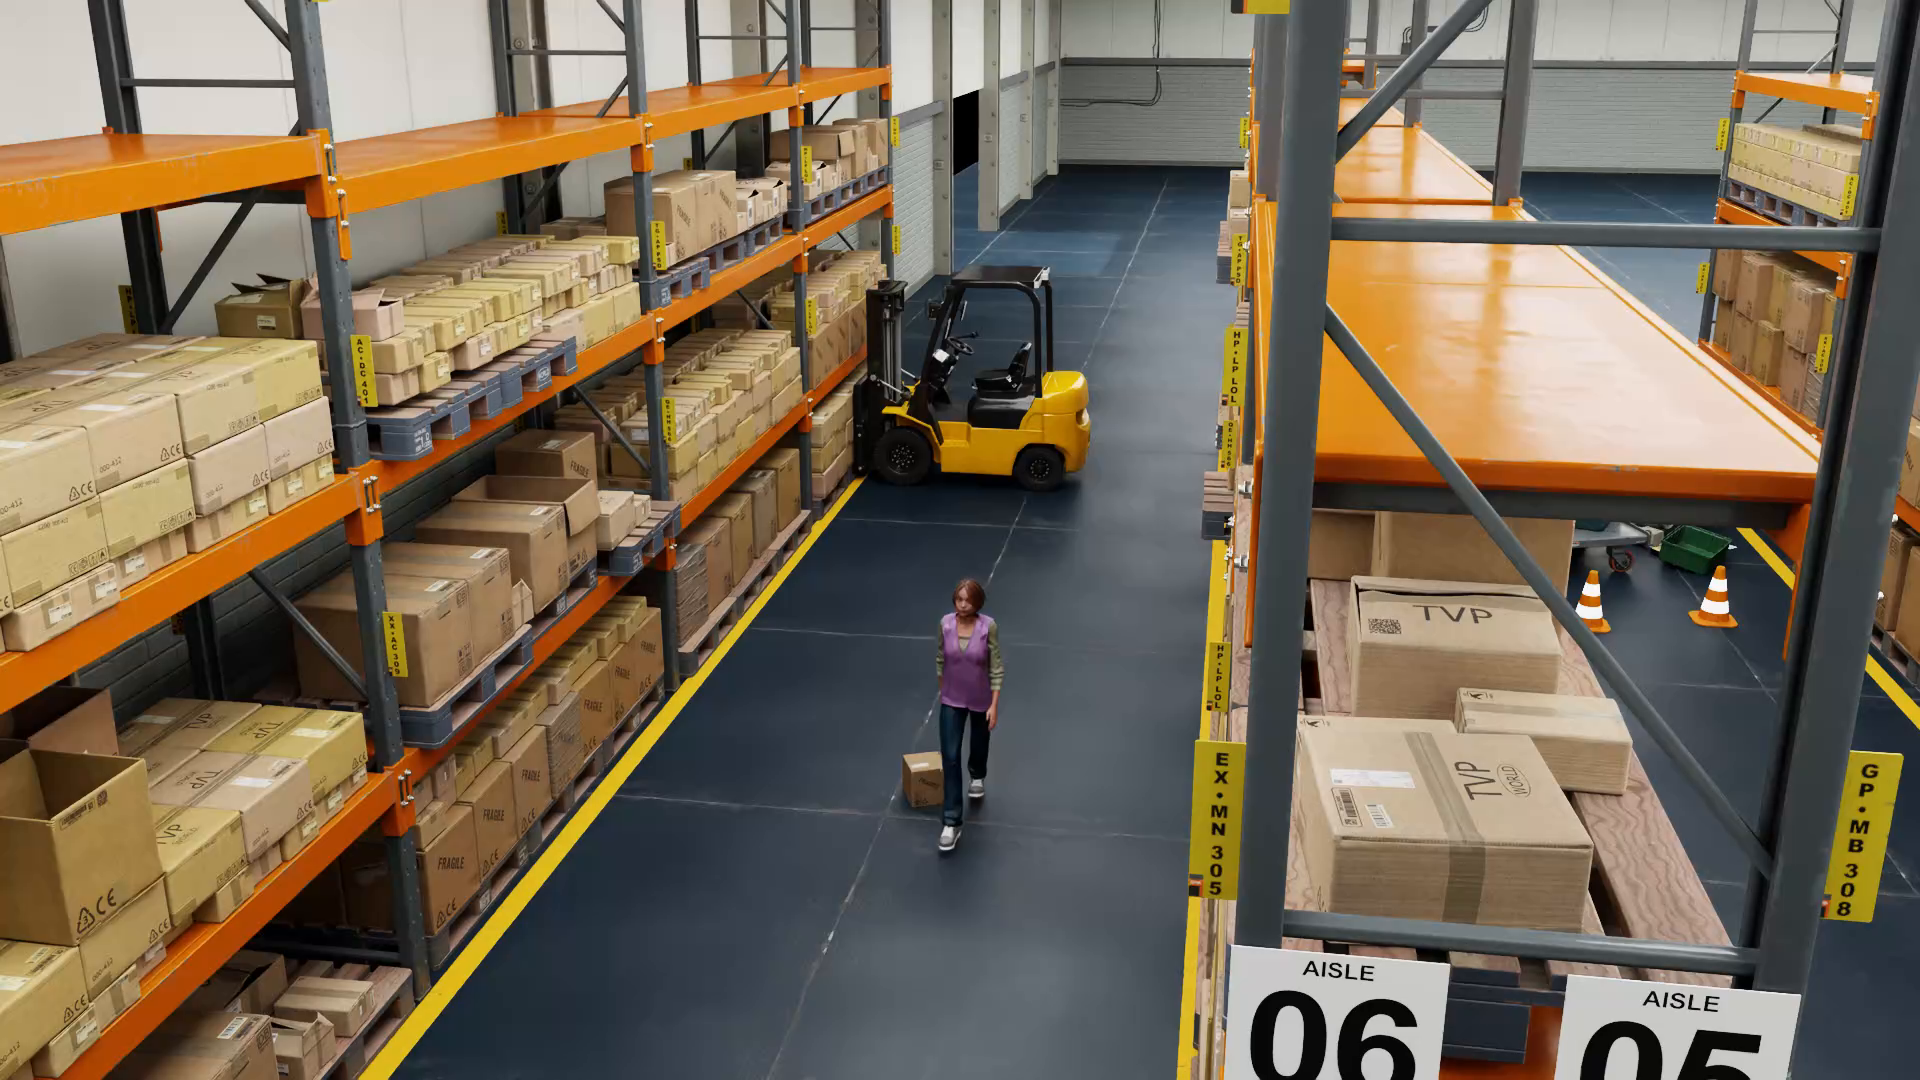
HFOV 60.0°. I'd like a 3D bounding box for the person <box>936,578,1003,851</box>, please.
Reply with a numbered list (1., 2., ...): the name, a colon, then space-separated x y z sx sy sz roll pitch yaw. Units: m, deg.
1. person: 0.054 0.983 10.048 0.418 1.542 0.937 1 18 3
